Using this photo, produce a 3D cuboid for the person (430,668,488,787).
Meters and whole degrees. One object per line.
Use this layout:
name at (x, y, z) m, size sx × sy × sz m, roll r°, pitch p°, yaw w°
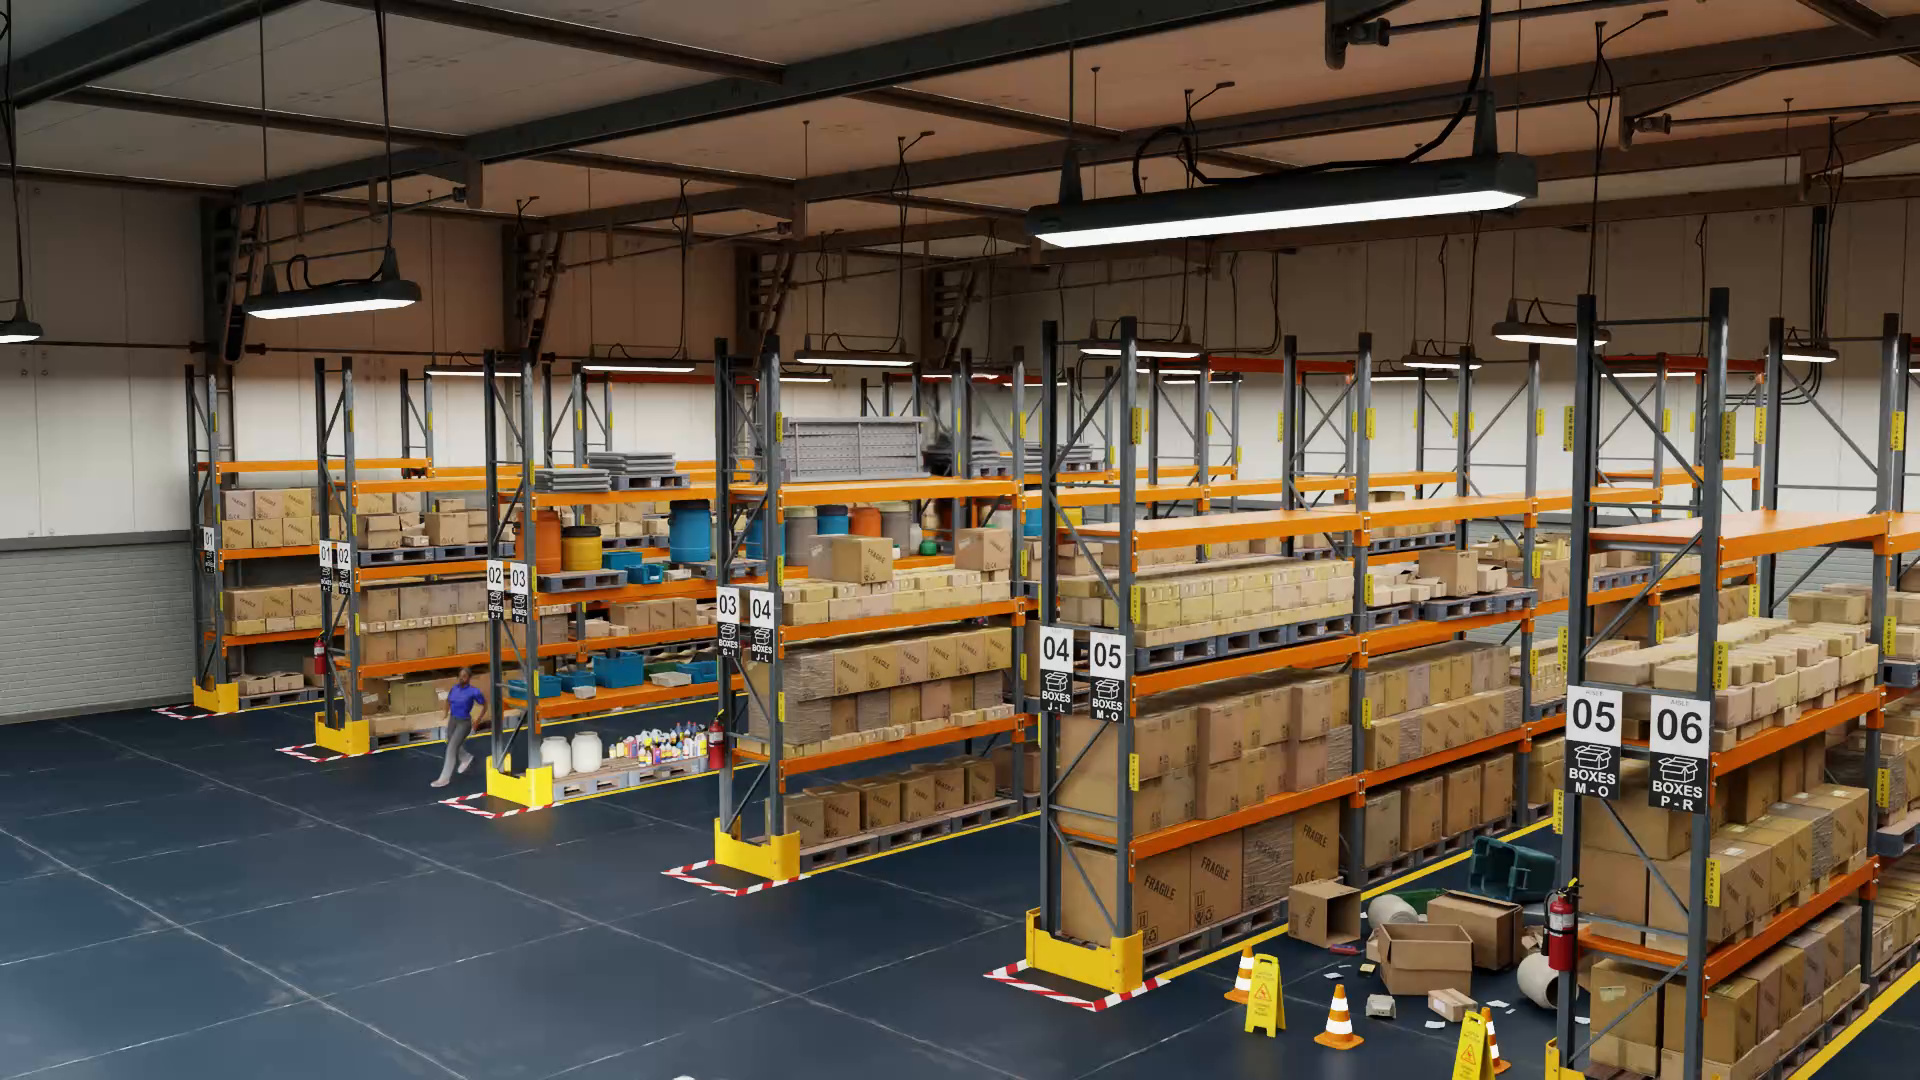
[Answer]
person at (-6.932, 2.580, 23.149) m, size 0.650 × 1.612 × 0.880 m, roll 2°, pitch 5°, yaw 23°
